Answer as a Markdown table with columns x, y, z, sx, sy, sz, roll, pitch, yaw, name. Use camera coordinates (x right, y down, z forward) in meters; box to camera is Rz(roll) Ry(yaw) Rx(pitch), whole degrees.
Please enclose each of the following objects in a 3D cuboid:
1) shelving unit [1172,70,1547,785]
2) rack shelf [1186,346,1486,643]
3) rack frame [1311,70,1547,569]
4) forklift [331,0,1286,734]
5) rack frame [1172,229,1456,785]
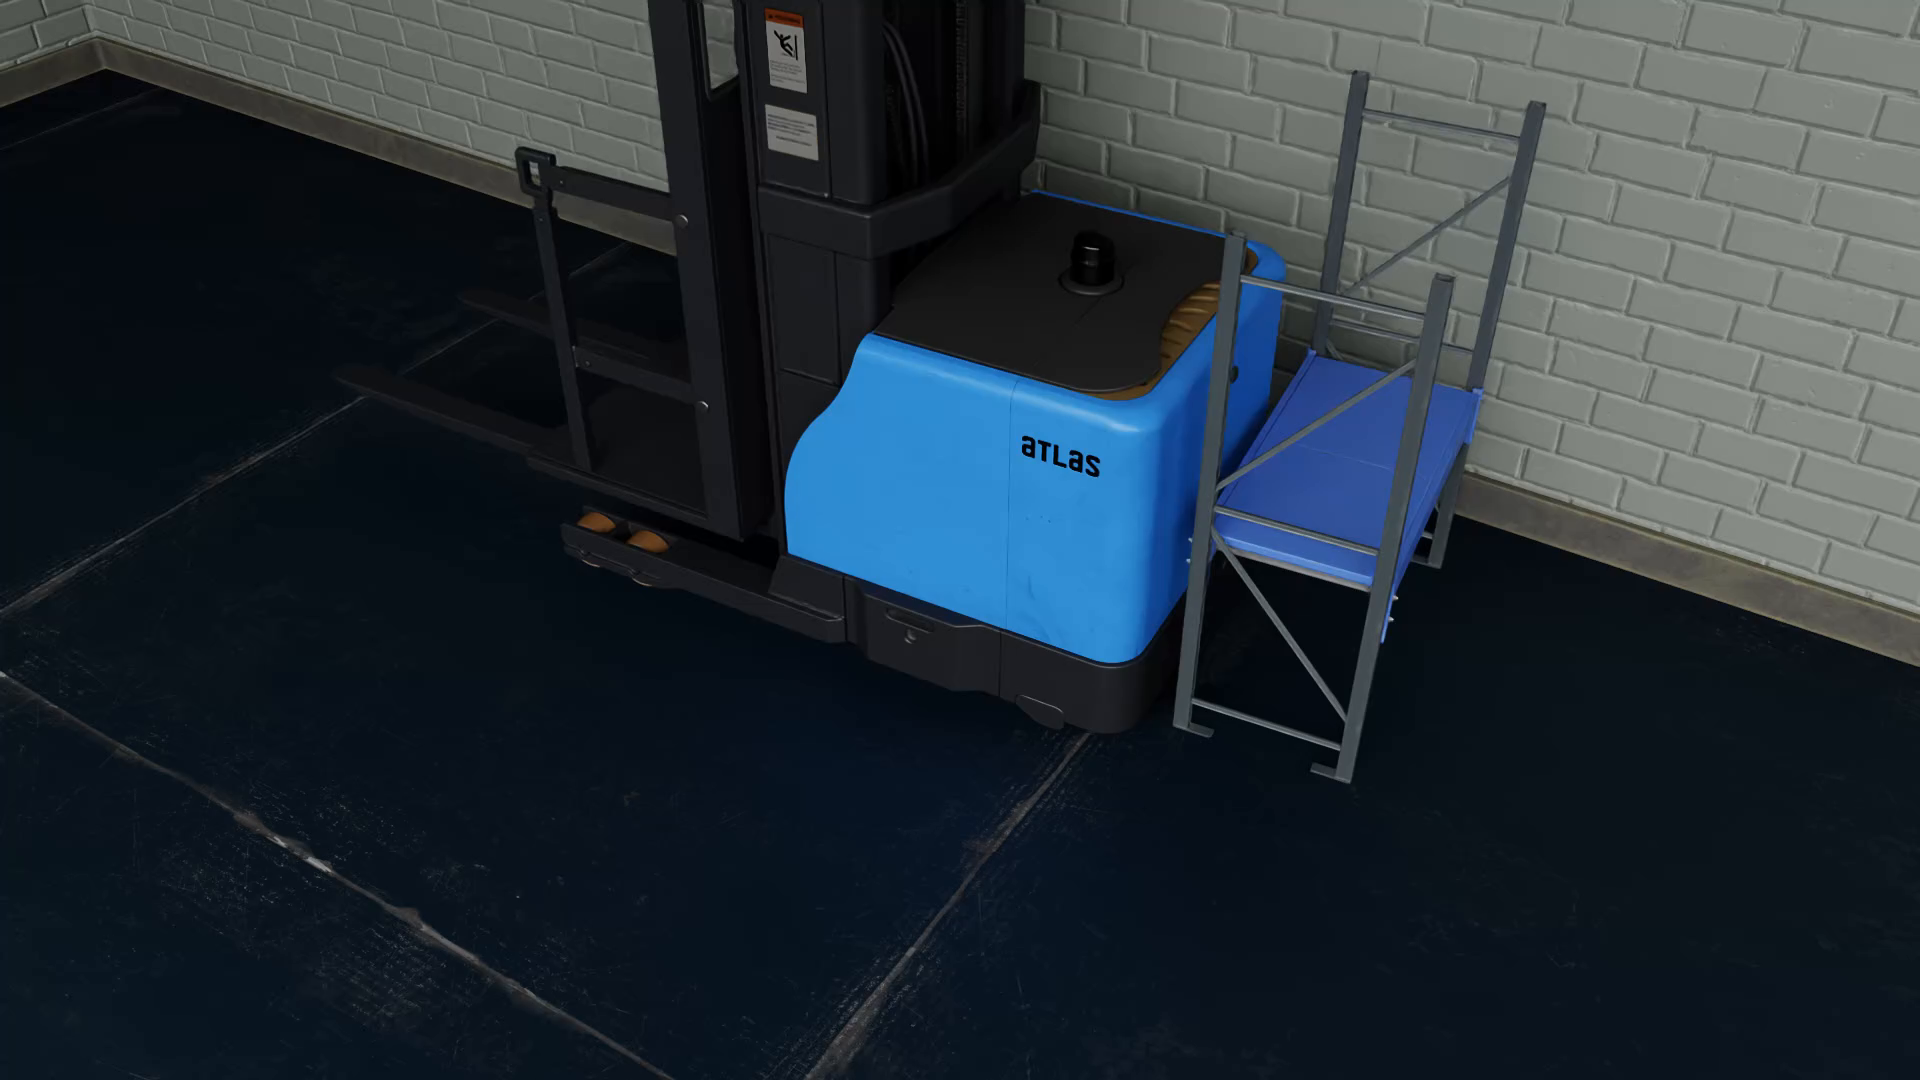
| x | y | z | sx | sy | sz | roll | pitch | yaw | name |
| --- | --- | --- | --- | --- | --- | --- | --- | --- | --- |
| 1.041 | -0.300 | 4.410 | 0.538 | 1.500 | 1.048 | 17 | 41 | 20 | shelving unit |
| 1.041 | -0.157 | 4.520 | 0.538 | 0.185 | 1.000 | 17 | 41 | 20 | rack shelf |
| 1.265 | -0.578 | 4.772 | 0.500 | 1.500 | 0.032 | 17 | 41 | 20 | rack frame |
| -0.639 | -1.284 | 4.515 | 3.031 | 2.935 | 1.130 | 18 | 41 | 22 | forklift |
| 0.817 | -0.021 | 4.049 | 0.500 | 1.500 | 0.032 | 17 | 41 | 20 | rack frame |
